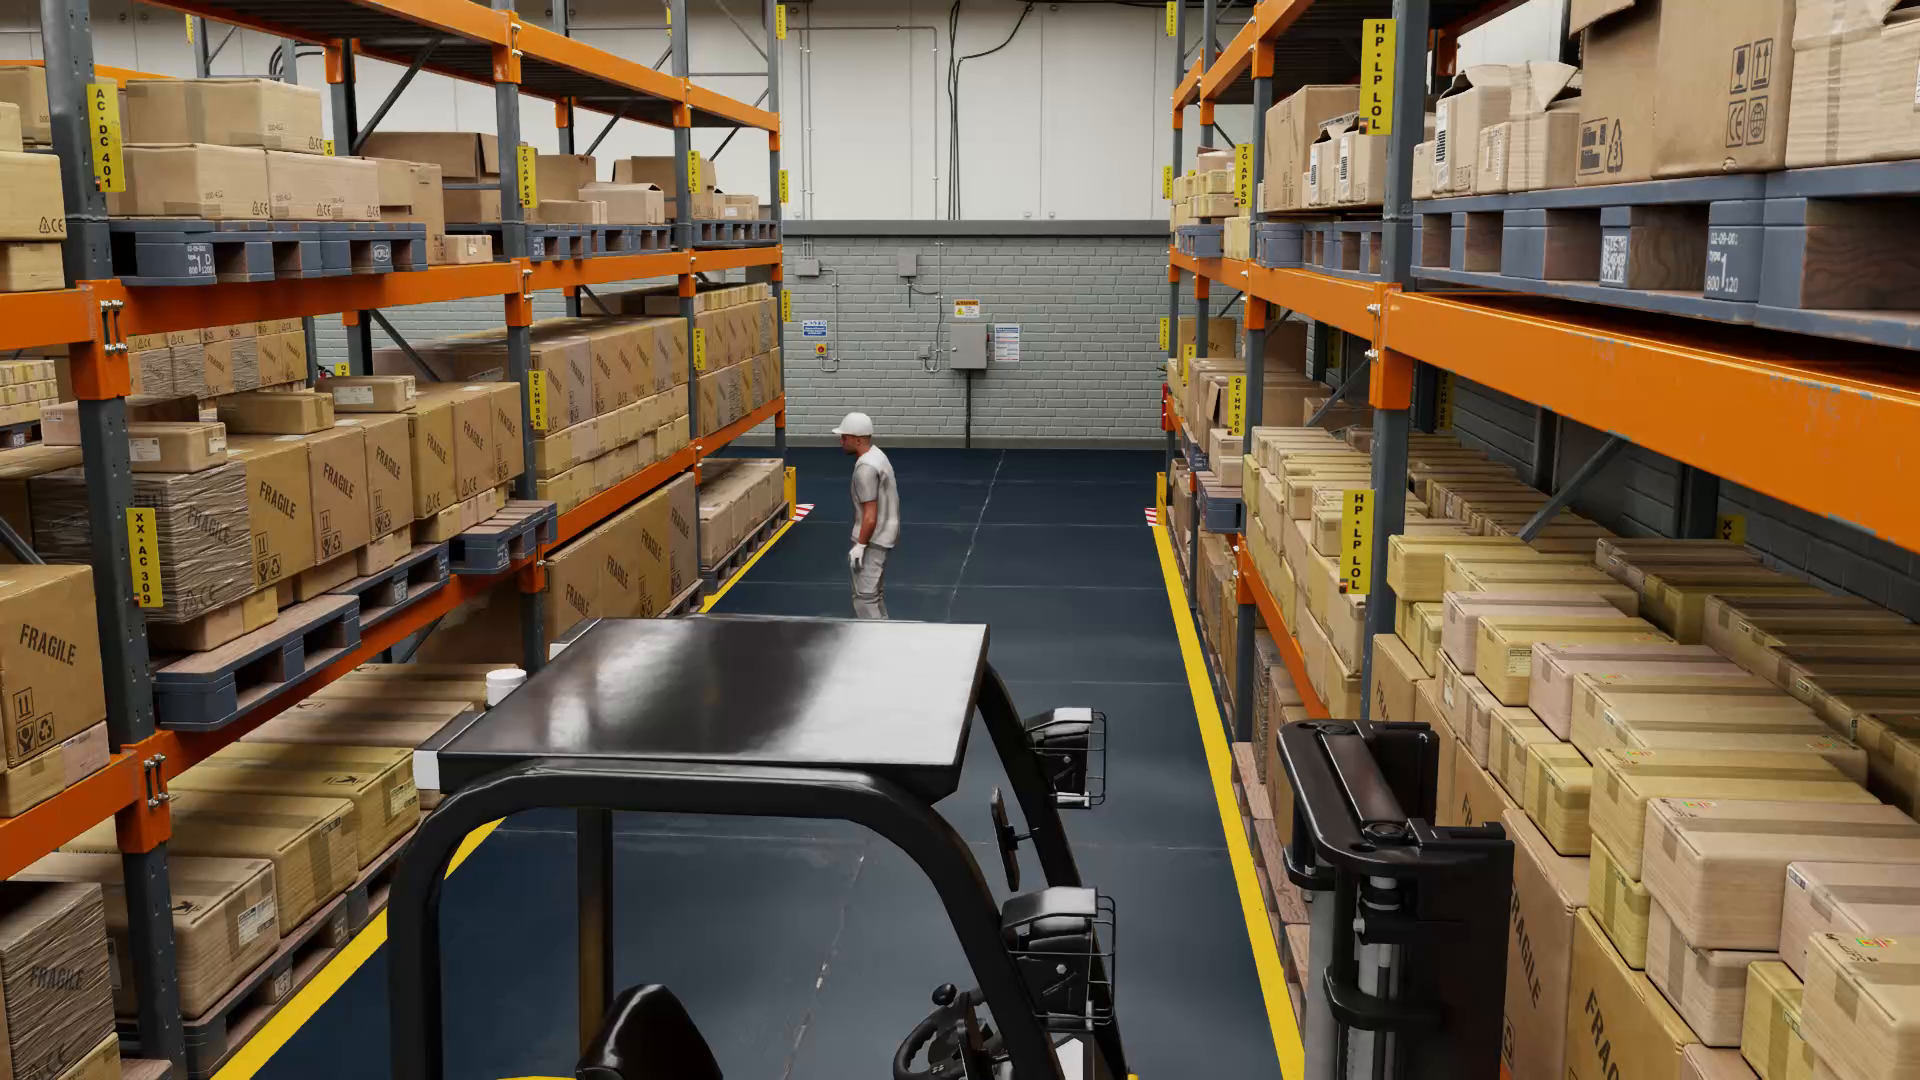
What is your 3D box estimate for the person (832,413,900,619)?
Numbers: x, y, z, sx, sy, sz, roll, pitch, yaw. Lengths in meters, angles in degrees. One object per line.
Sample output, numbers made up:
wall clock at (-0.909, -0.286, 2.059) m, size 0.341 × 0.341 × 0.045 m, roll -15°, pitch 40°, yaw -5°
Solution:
person at (-0.629, 0.024, 11.249) m, size 0.448 × 1.780 × 0.608 m, roll 1°, pitch 11°, yaw 4°
